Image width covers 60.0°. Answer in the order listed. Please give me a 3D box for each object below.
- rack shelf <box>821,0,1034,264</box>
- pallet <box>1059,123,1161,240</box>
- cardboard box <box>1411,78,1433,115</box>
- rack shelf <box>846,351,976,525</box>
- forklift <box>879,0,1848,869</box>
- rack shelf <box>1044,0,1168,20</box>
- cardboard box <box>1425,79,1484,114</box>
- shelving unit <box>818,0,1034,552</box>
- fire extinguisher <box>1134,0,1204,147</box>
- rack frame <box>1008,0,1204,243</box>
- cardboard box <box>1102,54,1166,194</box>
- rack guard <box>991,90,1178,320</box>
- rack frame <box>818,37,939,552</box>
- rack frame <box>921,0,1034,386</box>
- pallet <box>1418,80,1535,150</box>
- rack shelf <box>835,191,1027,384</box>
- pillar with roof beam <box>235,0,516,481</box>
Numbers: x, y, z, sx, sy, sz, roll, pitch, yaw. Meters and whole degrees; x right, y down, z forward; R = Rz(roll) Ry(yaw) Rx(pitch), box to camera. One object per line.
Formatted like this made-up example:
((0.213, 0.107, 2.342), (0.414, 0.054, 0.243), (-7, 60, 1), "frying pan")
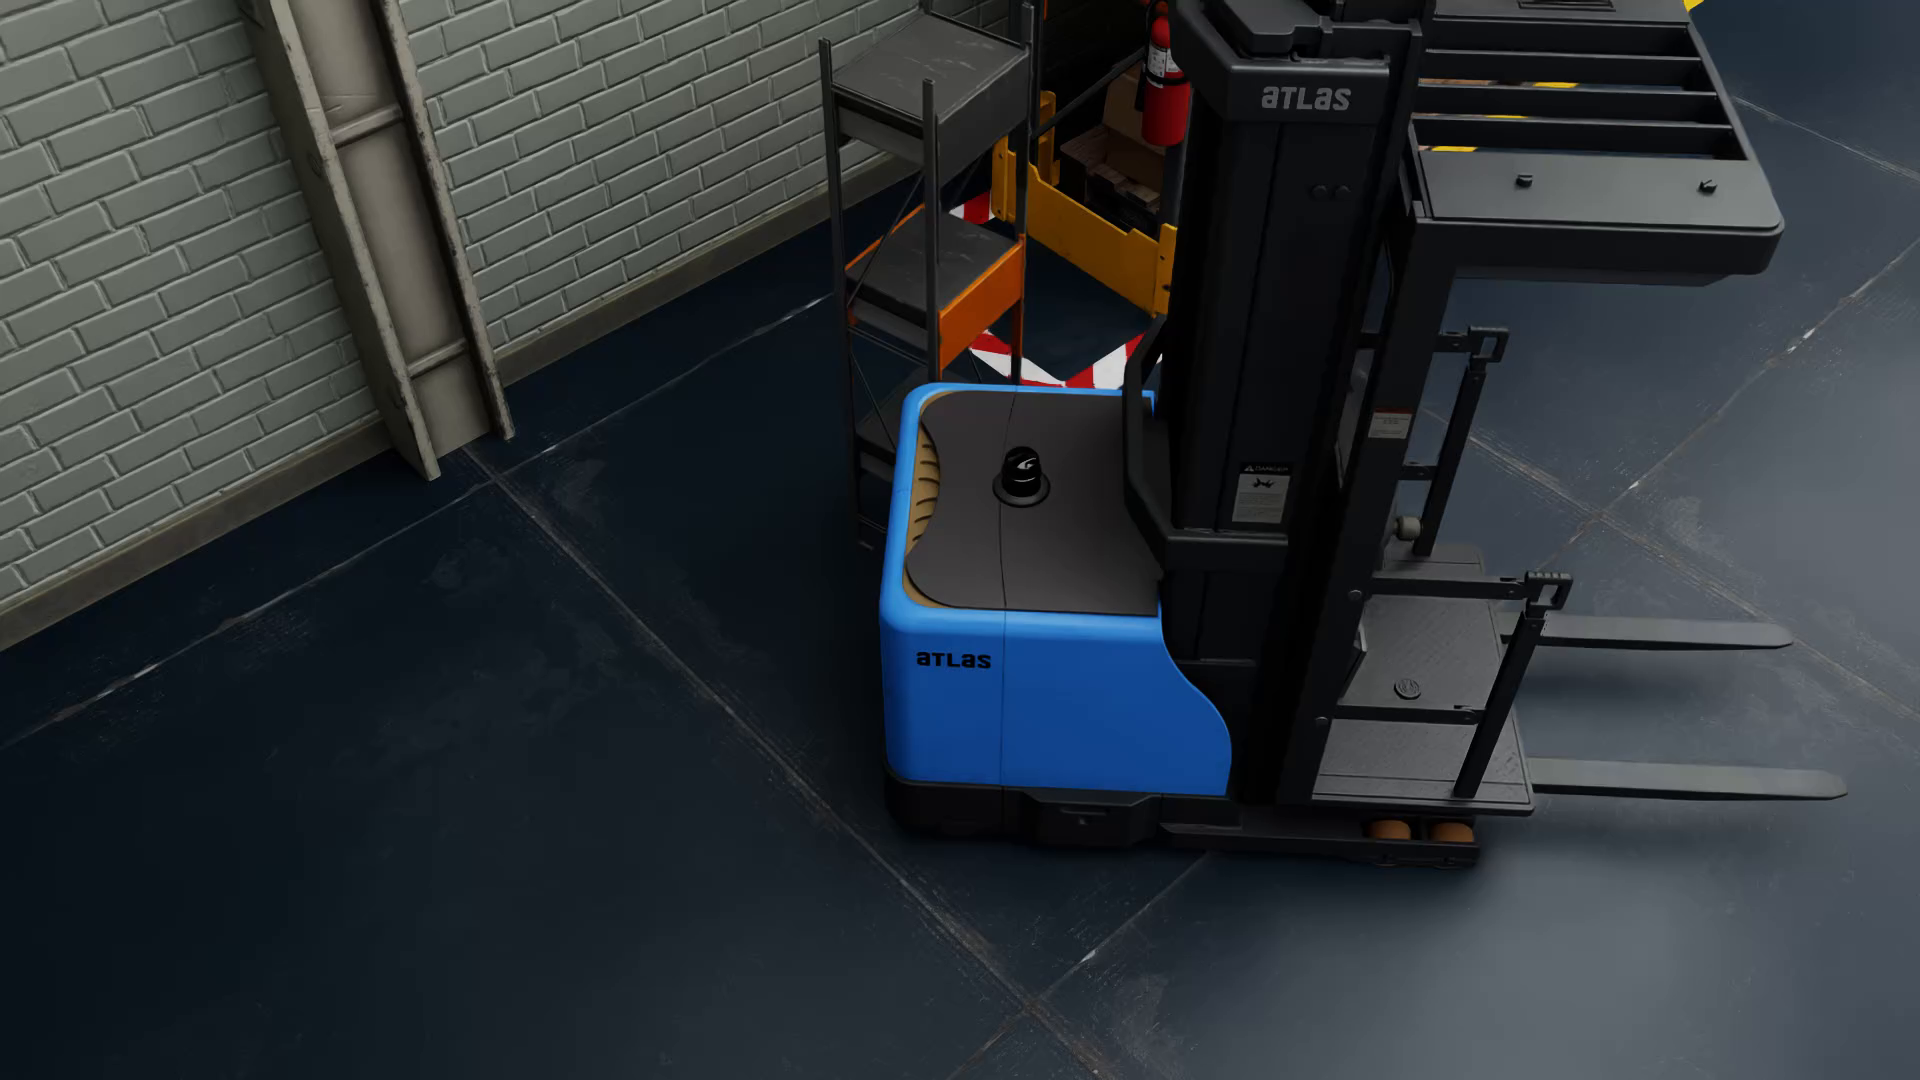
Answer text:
((-0.093, -1.236, 5.028), (0.431, 0.518, 0.480), (28, 53, 23), "rack shelf")
((1.226, -1.754, 7.725), (1.213, 0.211, 1.003), (-34, 56, -27), "pallet")
((1.755, -2.215, 7.668), (0.500, 0.500, 0.700), (-32, 55, -26), "cardboard box")
((-0.093, -0.286, 6.057), (0.431, 0.518, 0.480), (28, 53, 23), "rack shelf")
((1.294, -0.354, 4.582), (3.031, 2.935, 1.130), (2, 47, 2), "forklift")
((2.060, -3.013, 7.478), (4.000, 0.370, 1.077), (-34, 56, -27), "rack shelf")
((2.214, -2.422, 7.859), (0.500, 0.500, 0.500), (-33, 55, -27), "cardboard box")
((-0.093, -0.770, 5.532), (0.431, 2.100, 0.503), (28, 53, 23), "shelving unit")
((0.783, -1.791, 6.168), (0.183, 0.674, 0.296), (-34, 56, -27), "fire extinguisher")
((0.580, -2.268, 6.301), (0.127, 3.000, 1.000), (-34, 56, -27), "rack frame")
((1.097, -1.815, 7.296), (0.637, 0.503, 0.797), (-36, 57, -28), "cardboard box")
((0.637, -1.458, 7.255), (0.348, 0.500, 1.175), (-34, 56, -27), "rack guard")
((-0.234, -0.624, 5.397), (0.400, 2.100, 0.015), (28, 53, 23), "rack frame")
((0.049, -0.917, 5.667), (0.400, 2.100, 0.015), (28, 53, 23), "rack frame")
((2.128, -2.354, 8.279), (1.213, 0.211, 1.003), (-34, 56, -27), "pallet")
((-0.093, -0.761, 5.542), (0.431, 0.518, 0.480), (28, 53, 23), "rack shelf")
((0.875, -1.118, 1.159), (0.400, 9.000, 9.100), (-34, 56, -27), "pillar with roof beam")
